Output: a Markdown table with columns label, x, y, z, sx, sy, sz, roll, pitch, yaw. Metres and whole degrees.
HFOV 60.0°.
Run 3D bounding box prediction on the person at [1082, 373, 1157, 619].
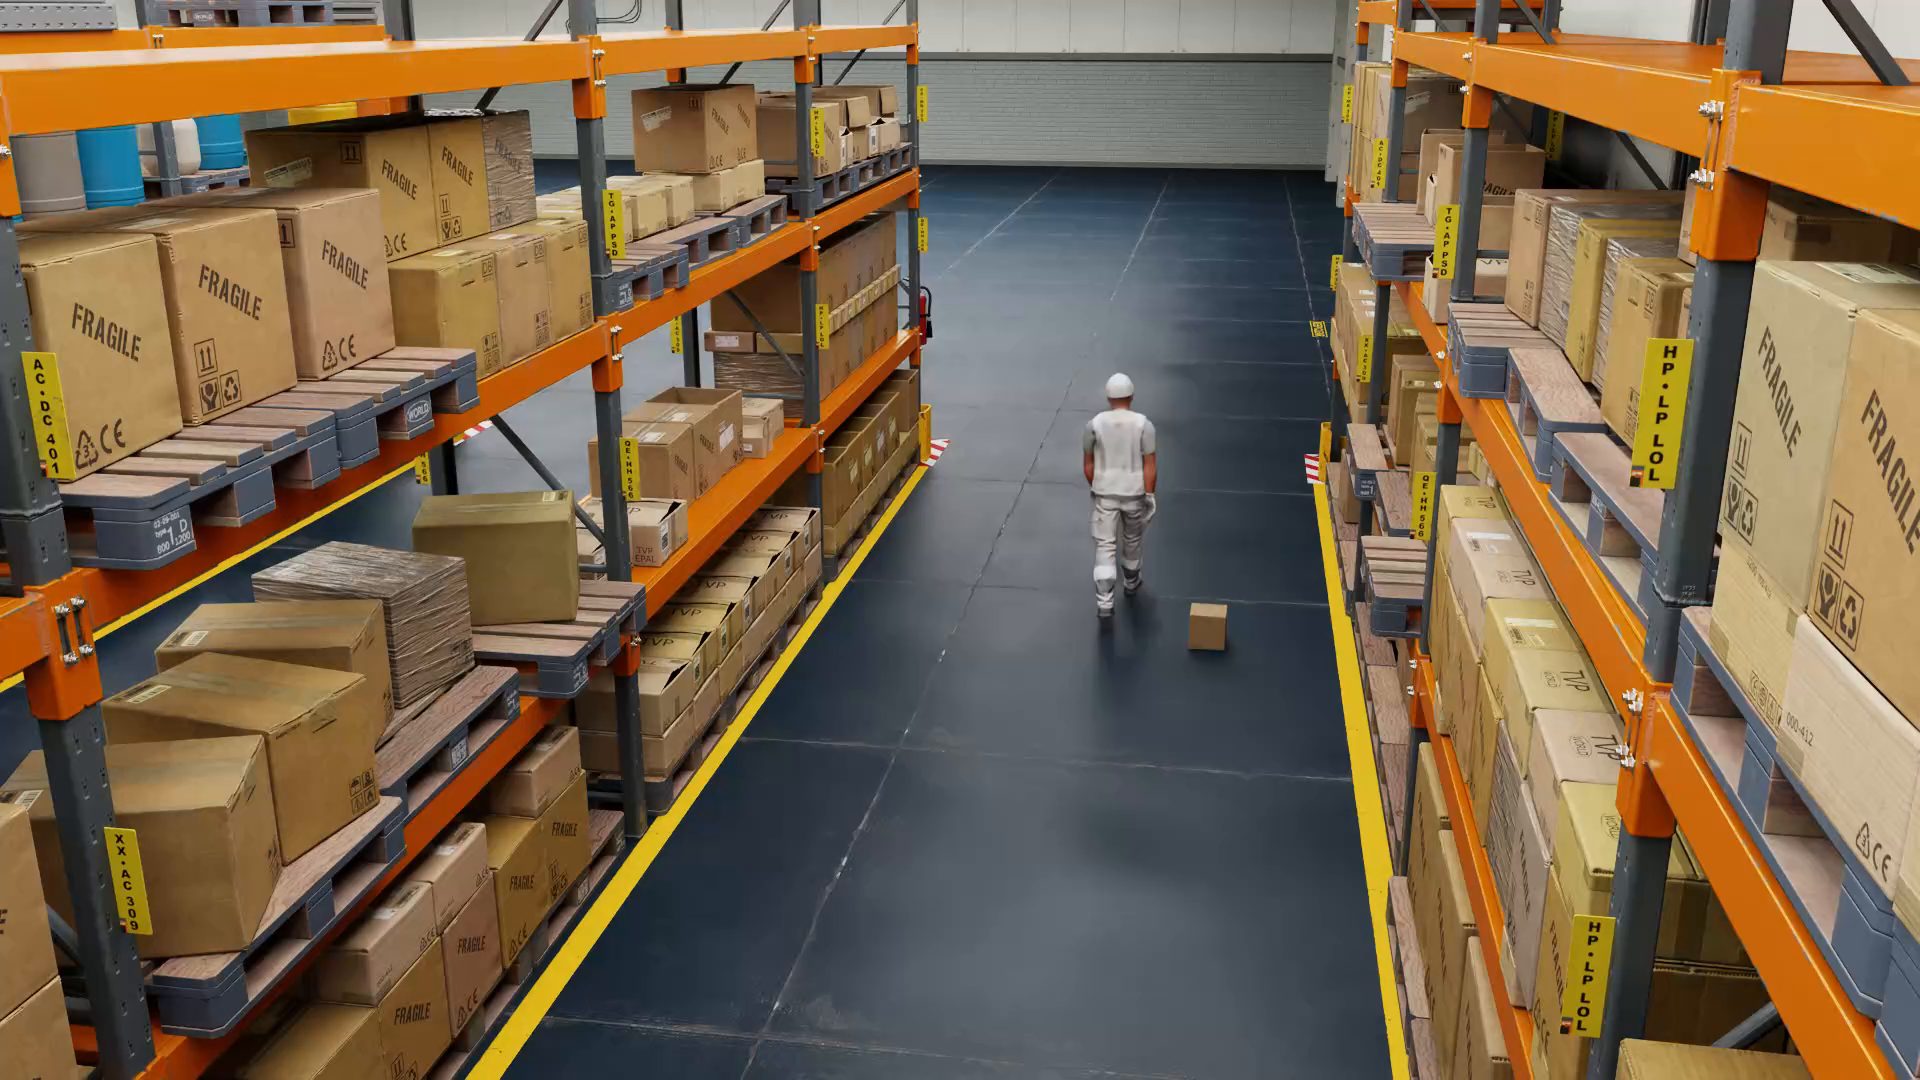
| label | x | y | z | sx | sy | sz | roll | pitch | yaw |
| --- | --- | --- | --- | --- | --- | --- | --- | --- | --- |
| person | 1.155 | -0.345 | 12.092 | 0.543 | 1.749 | 1.043 | 2 | 18 | 6 |
